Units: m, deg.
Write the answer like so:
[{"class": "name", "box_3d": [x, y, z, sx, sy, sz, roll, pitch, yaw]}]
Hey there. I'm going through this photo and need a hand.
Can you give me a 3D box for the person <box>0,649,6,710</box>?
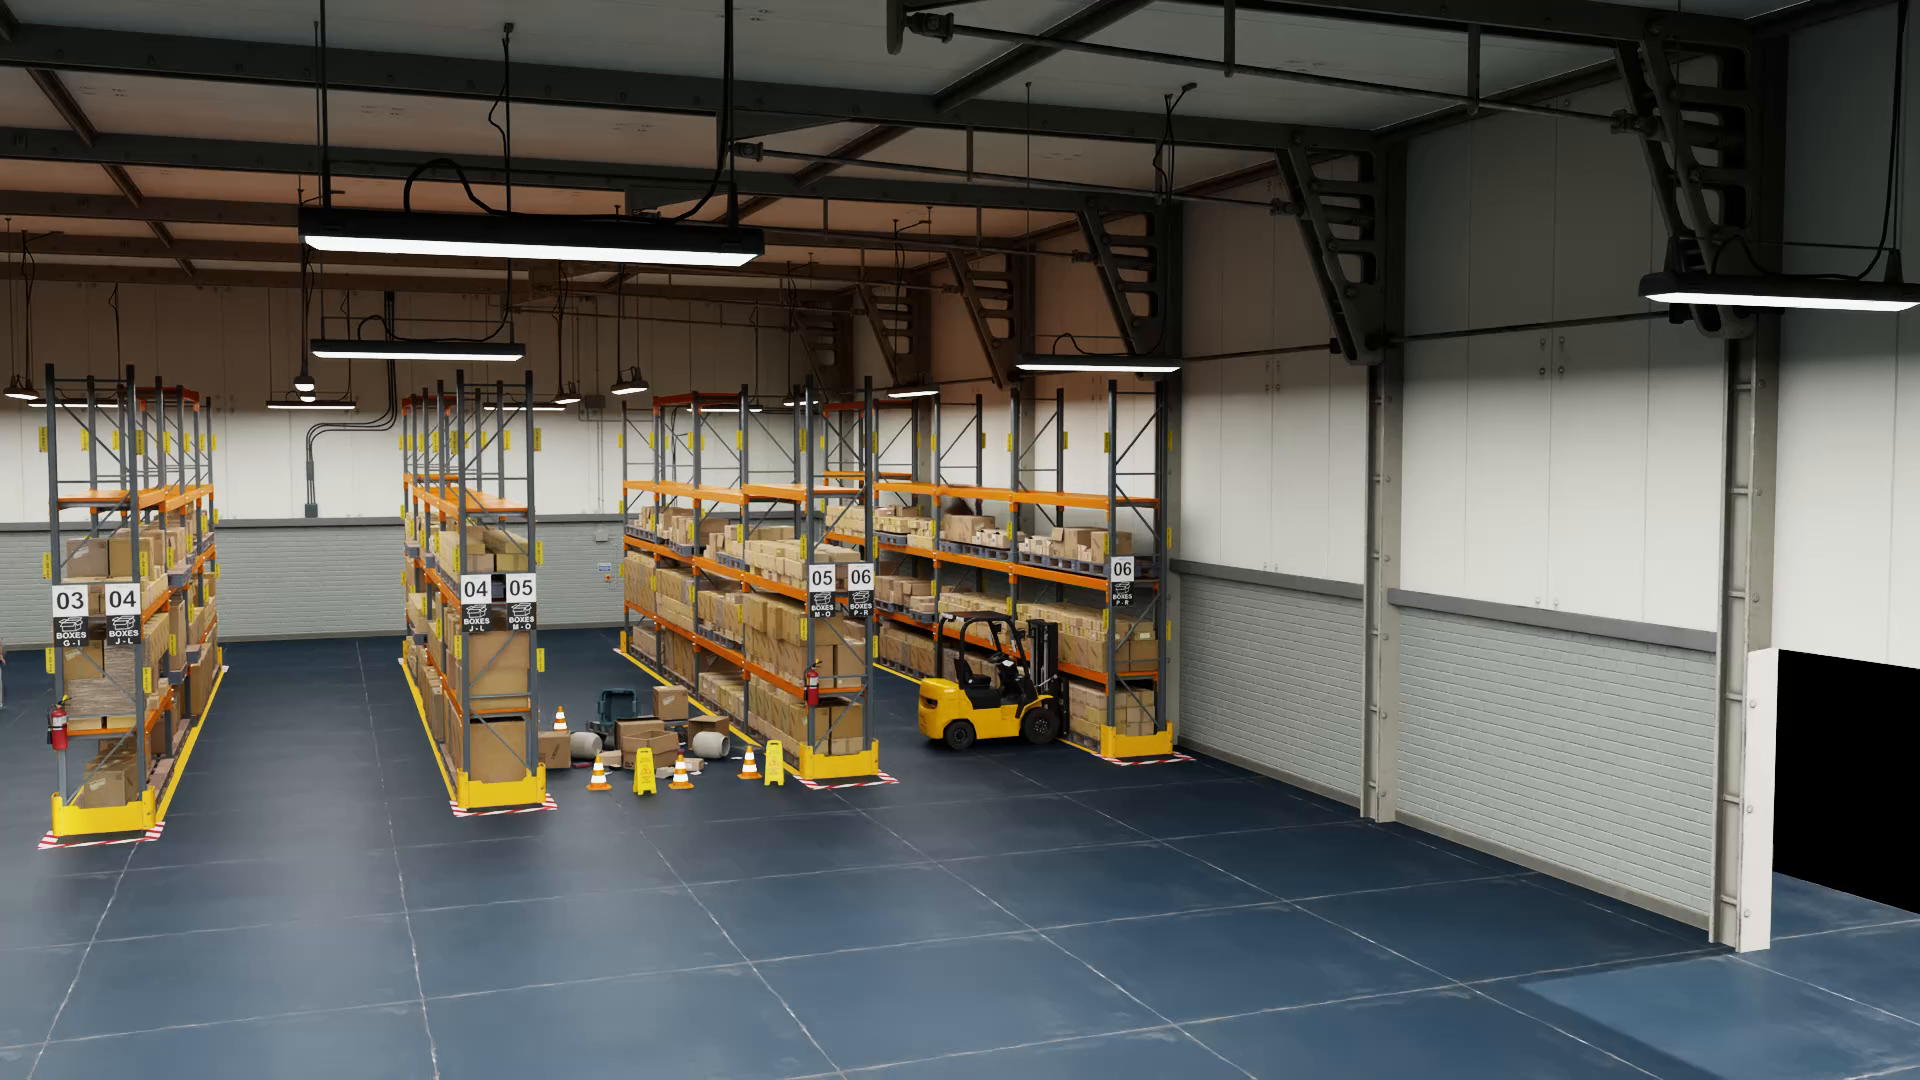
[{"class": "person", "box_3d": [-18.148, 2.317, 31.021, 0.618, 1.703, 1.000, -2, 4, -32]}]
